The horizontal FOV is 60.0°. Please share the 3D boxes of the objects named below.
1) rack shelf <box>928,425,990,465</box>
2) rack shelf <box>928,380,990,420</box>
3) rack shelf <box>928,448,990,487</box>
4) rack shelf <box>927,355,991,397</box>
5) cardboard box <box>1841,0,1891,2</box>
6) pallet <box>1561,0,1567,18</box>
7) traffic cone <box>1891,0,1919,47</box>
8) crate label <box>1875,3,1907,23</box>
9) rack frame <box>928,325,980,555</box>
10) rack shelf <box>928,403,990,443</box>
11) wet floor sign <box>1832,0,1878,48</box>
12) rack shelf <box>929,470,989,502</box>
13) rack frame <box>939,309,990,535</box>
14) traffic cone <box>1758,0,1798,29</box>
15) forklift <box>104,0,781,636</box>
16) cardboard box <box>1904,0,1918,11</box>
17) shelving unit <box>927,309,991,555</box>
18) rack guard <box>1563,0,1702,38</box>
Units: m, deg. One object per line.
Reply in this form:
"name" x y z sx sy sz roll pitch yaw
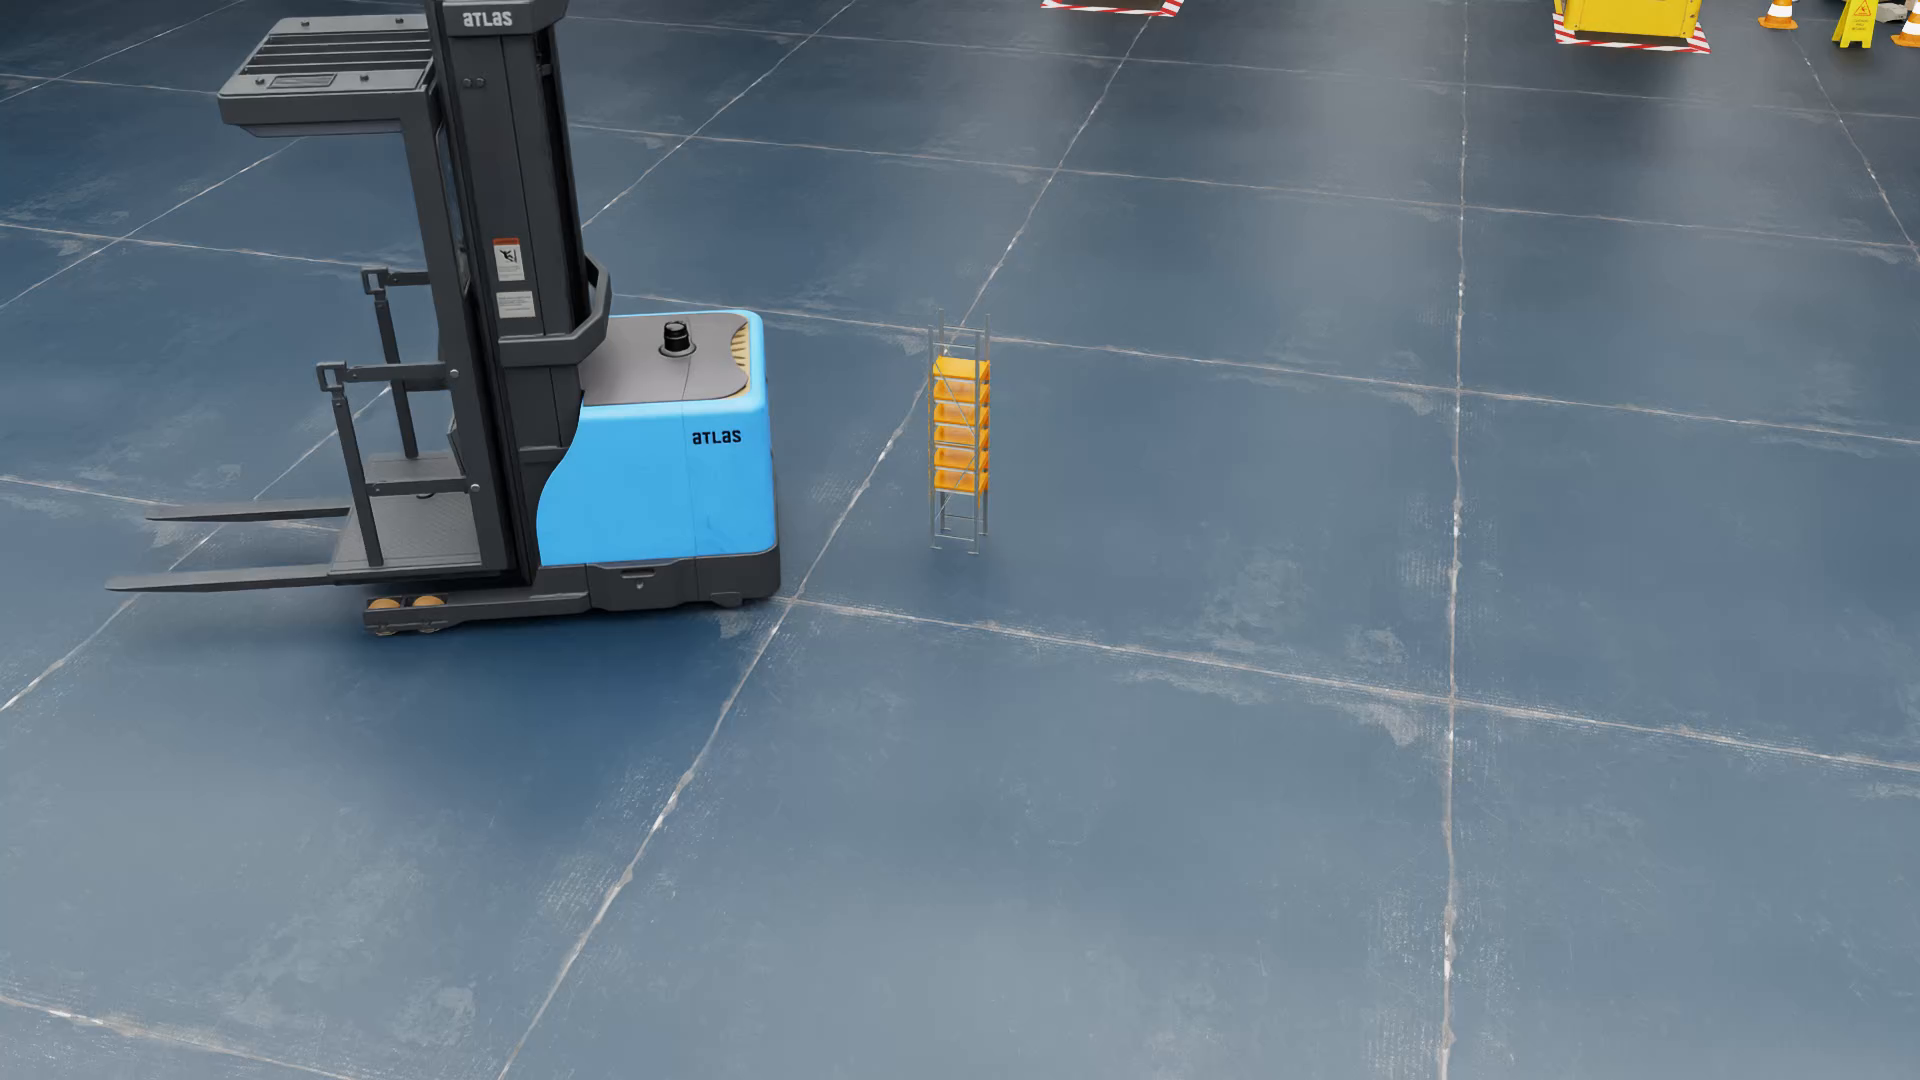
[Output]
"rack shelf" -0.004 -0.461 7.940 0.258 0.103 0.180 8 33 12
"rack shelf" -0.004 -0.664 7.811 0.258 0.103 0.180 8 33 12
"rack shelf" -0.004 -0.360 8.005 0.258 0.103 0.180 8 33 12
"rack shelf" -0.004 -0.765 7.747 0.258 0.103 0.180 8 33 12
"cardboard box" 9.224 -5.765 16.850 0.797 0.503 0.637 -14 35 -21
"pallet" 6.541 -5.433 16.600 1.003 0.211 1.213 8 33 12
"traffic cone" 8.928 -4.866 15.472 0.336 0.463 0.334 8 33 12
"crate label" 9.068 -5.145 16.215 0.250 0.136 0.298 -8 33 -13
"rack frame" -0.027 -0.451 7.842 0.240 1.200 0.006 8 33 12
"rack shelf" -0.004 -0.563 7.876 0.258 0.103 0.180 8 33 12
"wet floor sign" 8.321 -4.906 15.366 0.267 0.644 0.232 3 33 4
"rack shelf" -0.004 -0.259 8.069 0.258 0.103 0.180 8 33 12
"rack frame" 0.020 -0.546 7.991 0.240 1.200 0.006 8 33 12
"traffic cone" 7.922 -5.196 15.992 0.336 0.463 0.334 8 33 12
"forklift" -2.392 -1.103 7.252 3.031 2.935 1.130 -4 33 -6
"cardboard box" 9.606 -5.315 16.471 0.380 0.149 0.250 28 42 36
"shelving unit" -0.004 -0.499 7.916 0.258 1.200 0.189 8 33 12
"rack guard" 6.407 -5.117 15.833 1.175 0.500 0.348 8 33 12
